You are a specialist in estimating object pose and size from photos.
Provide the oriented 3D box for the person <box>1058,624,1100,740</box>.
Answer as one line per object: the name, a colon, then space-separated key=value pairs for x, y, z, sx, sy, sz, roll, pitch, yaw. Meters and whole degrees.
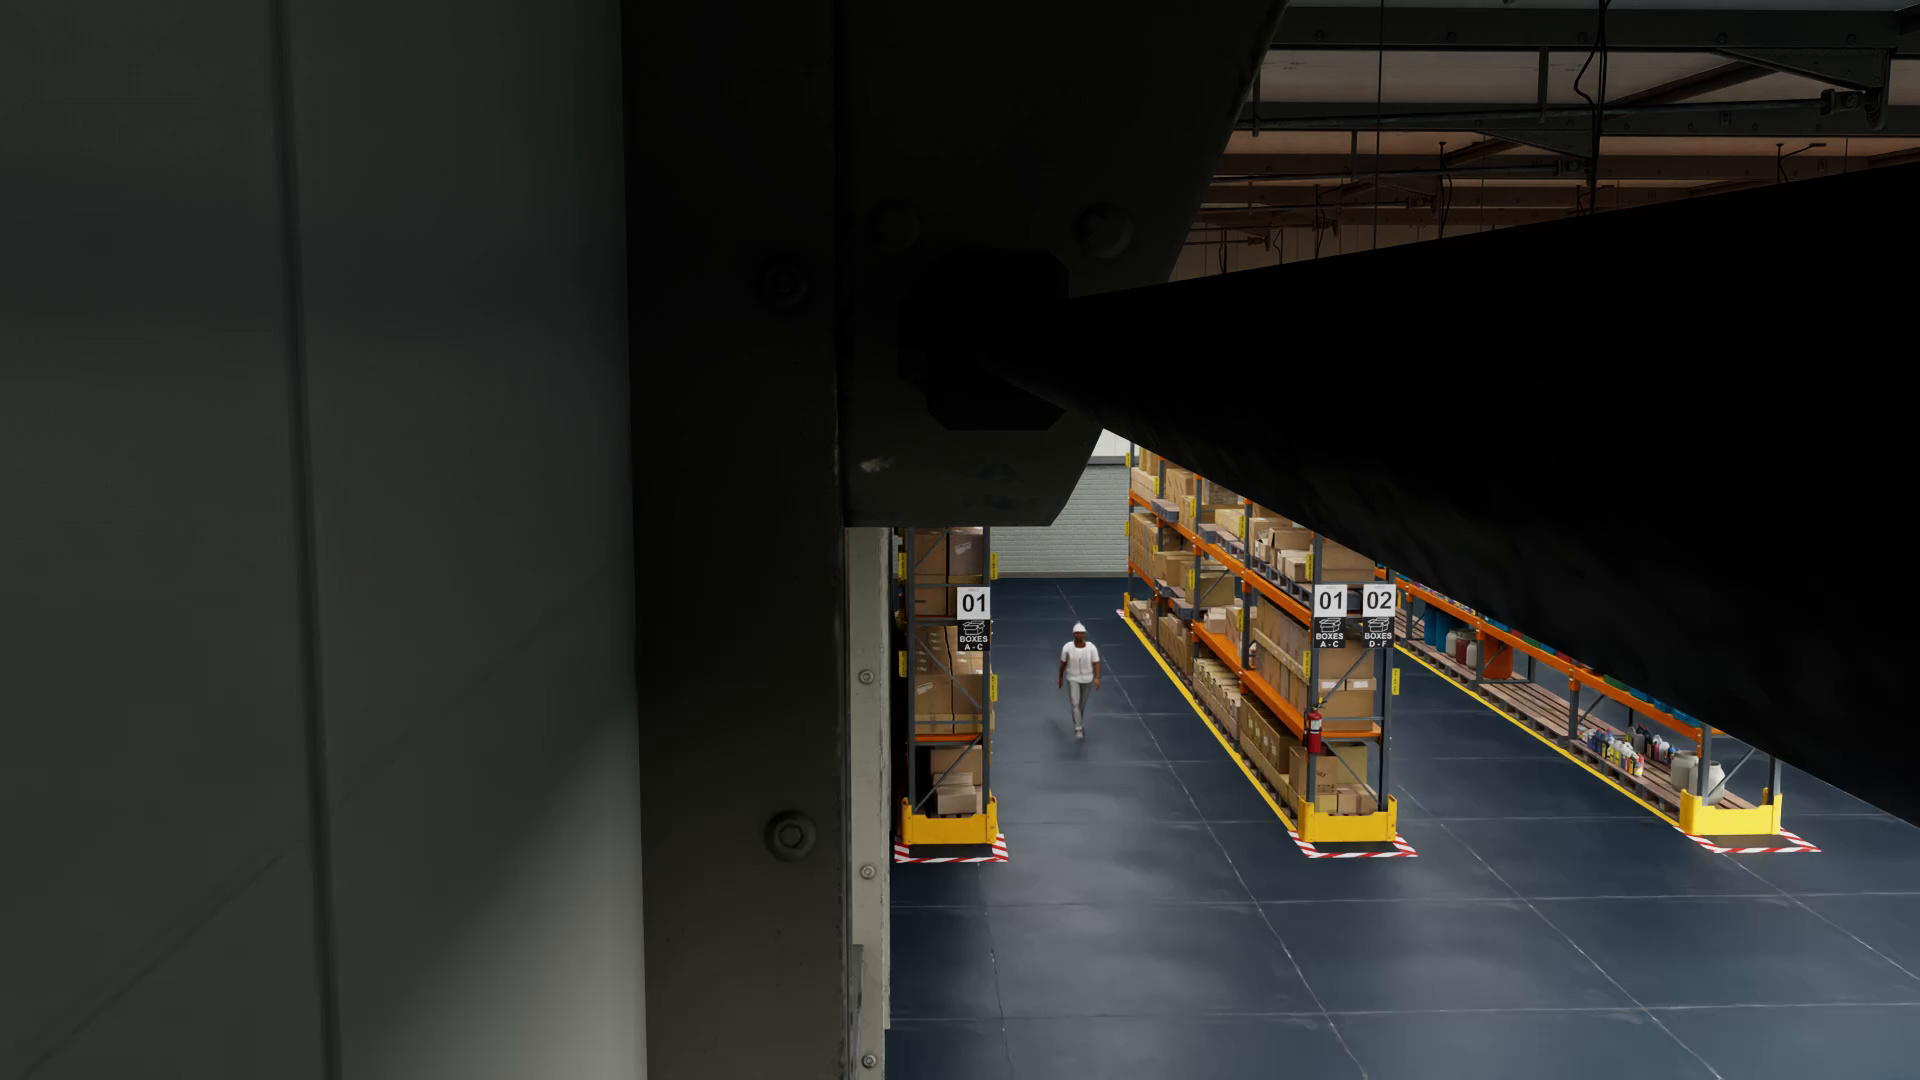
person: x=1.881 y=2.162 z=25.806 sx=0.578 sy=1.704 sz=1.079 roll=-2 pitch=7 yaw=-12

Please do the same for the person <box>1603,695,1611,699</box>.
person: x=11.207 y=1.881 z=28.387 sx=0.519 sy=1.707 sz=0.367 roll=-4 pitch=8 yaw=-26
